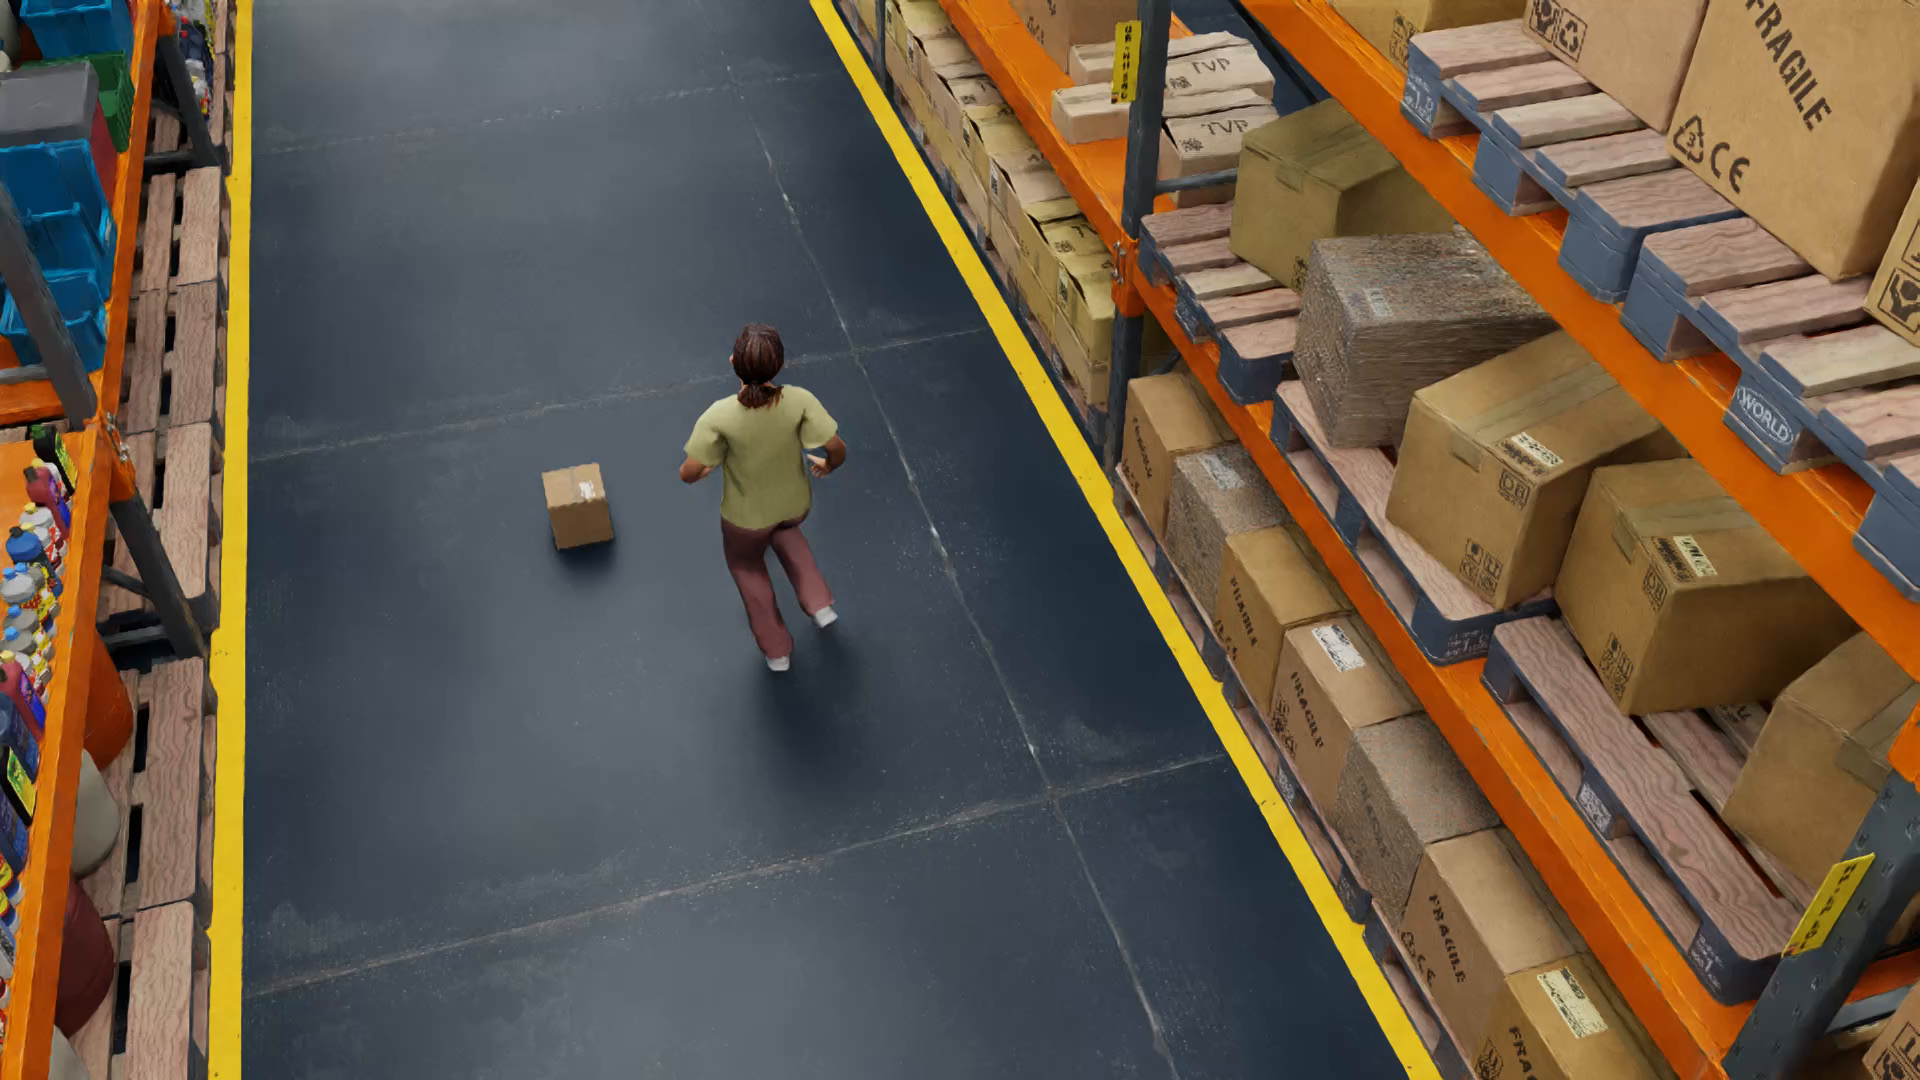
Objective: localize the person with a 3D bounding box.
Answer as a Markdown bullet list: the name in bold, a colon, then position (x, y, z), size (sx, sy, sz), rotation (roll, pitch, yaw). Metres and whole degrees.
- **person**: position (-0.772, -0.154, 6.359), size (0.609, 1.633, 0.468), rotation (-21, 47, -22)
